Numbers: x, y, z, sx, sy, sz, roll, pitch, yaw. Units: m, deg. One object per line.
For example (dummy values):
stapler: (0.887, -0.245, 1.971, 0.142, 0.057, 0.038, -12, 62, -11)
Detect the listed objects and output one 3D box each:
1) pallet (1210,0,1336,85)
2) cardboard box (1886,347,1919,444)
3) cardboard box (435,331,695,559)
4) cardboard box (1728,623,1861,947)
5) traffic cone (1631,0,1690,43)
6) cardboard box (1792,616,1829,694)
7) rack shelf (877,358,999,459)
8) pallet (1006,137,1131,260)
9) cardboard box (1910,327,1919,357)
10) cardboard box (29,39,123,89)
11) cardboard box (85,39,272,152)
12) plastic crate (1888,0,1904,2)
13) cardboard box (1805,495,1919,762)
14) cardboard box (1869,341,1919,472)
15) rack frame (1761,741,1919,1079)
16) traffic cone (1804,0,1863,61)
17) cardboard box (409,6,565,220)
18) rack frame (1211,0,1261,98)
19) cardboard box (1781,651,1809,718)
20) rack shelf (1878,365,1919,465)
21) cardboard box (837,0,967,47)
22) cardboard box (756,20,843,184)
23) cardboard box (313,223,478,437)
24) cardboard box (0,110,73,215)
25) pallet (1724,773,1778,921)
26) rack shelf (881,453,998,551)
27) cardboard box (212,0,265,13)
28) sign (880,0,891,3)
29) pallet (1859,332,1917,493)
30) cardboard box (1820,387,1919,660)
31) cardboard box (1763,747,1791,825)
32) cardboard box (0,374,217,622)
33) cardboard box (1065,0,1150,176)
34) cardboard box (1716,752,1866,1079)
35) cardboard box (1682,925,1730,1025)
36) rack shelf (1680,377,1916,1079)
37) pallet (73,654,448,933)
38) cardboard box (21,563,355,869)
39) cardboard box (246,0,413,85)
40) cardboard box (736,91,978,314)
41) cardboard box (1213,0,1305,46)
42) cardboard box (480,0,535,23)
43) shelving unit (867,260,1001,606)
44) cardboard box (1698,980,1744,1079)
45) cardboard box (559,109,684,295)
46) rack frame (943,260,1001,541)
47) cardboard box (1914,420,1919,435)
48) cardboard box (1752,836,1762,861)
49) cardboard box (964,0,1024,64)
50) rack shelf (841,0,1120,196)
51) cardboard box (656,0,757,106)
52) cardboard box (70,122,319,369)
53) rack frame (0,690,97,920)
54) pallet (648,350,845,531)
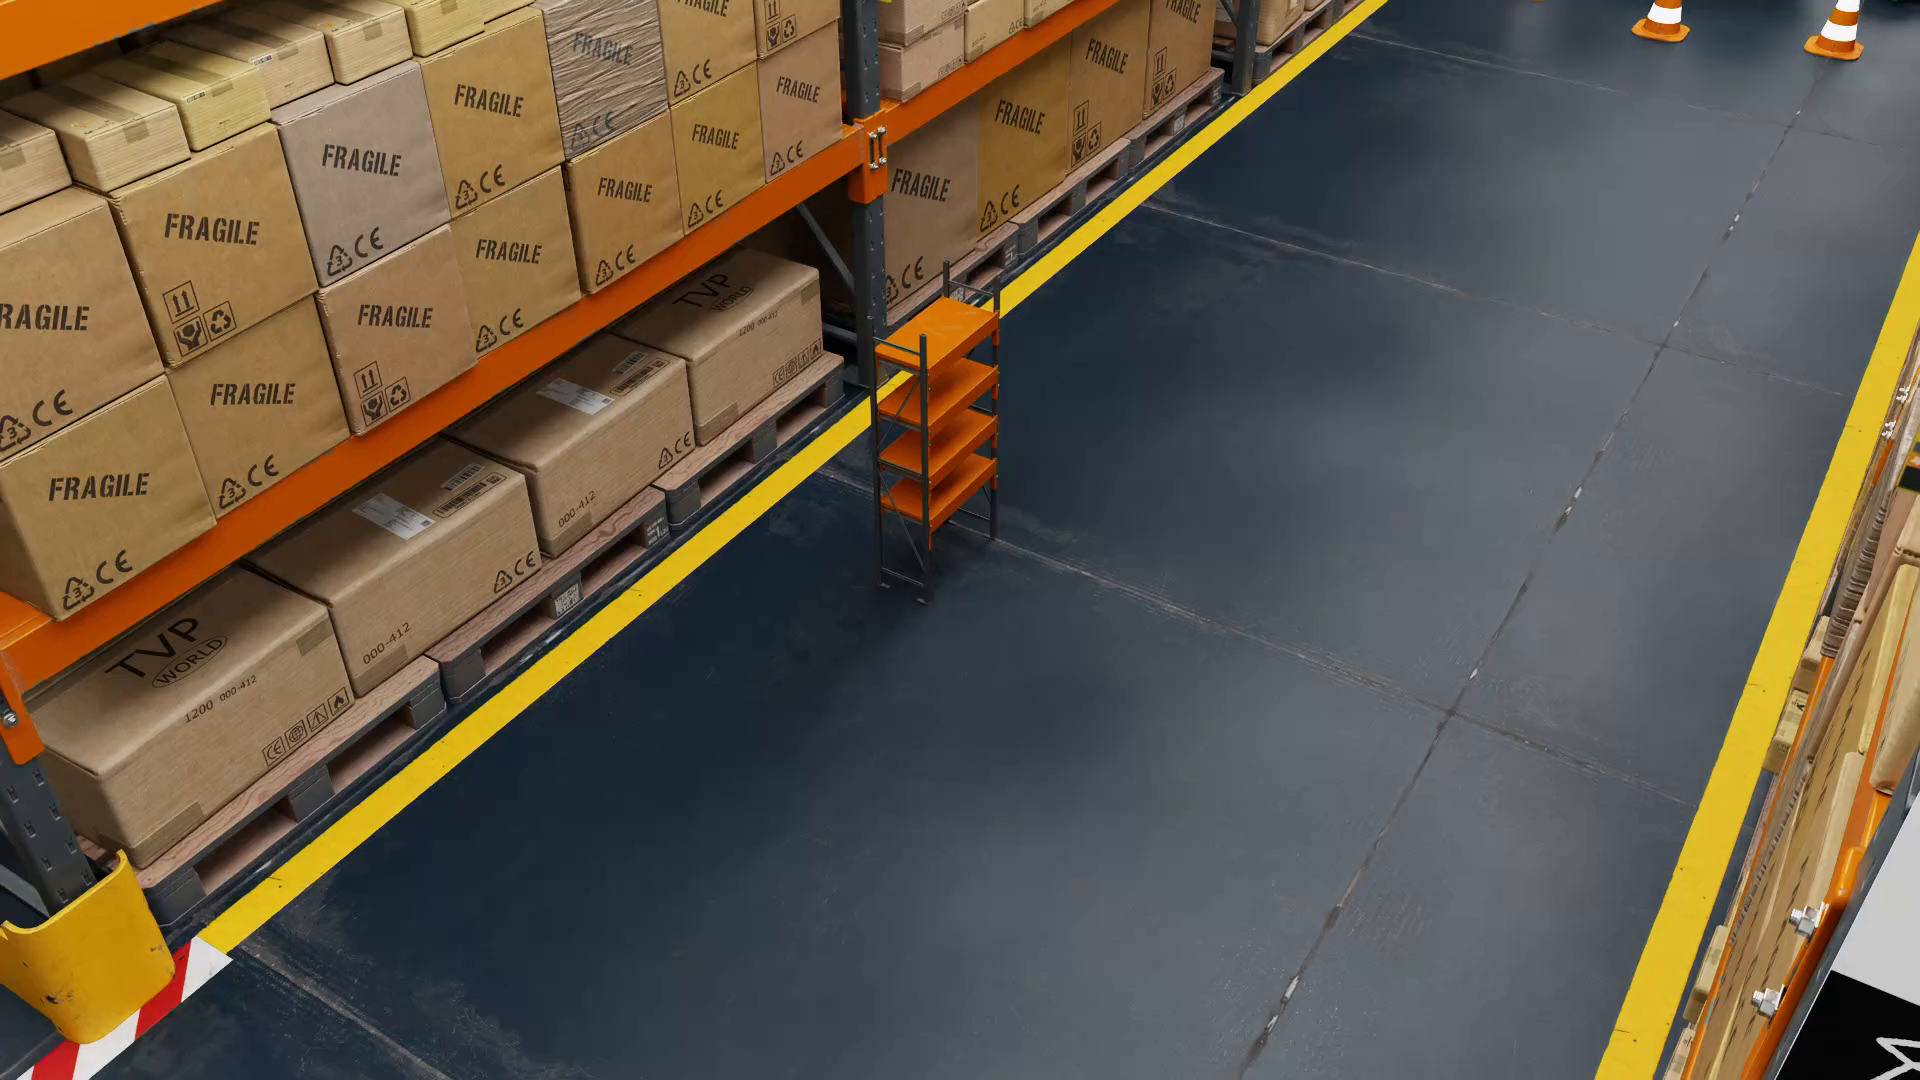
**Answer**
pallet: (1.781, -3.417, 11.010, 1.003, 0.211, 1.213, 21, 42, 25)
cardboard box: (3.637, -0.430, 5.940, 0.500, 0.250, 0.500, 20, 42, 24)
cardboard box: (-1.688, -0.459, 6.643, 0.875, 0.438, 0.875, 20, 42, 24)
cardboard box: (1.876, 0.570, 3.228, 0.500, 0.500, 0.500, 21, 42, 25)
traffic cone: (4.711, -3.603, 11.045, 0.336, 0.463, 0.334, 21, 42, 25)
cardboard box: (2.987, 0.437, 5.474, 0.380, 0.149, 0.250, 23, 43, 27)
rack shelf: (-0.089, -0.514, 6.177, 0.258, 0.148, 0.480, 21, 42, 25)
pallet: (0.221, -2.007, 9.180, 1.003, 0.211, 1.213, 21, 42, 25)
cardboard box: (4.463, -0.921, 7.191, 0.500, 0.500, 0.500, 20, 42, 24)
cardboard box: (-2.549, -1.354, 4.617, 0.380, 0.149, 0.250, 22, 43, 26)
cardboard box: (-2.059, -1.177, 4.387, 0.380, 0.149, 0.250, 20, 42, 24)
plastic crate: (6.725, -4.042, 11.792, 0.662, 0.188, 0.450, -18, 51, -22)
cardboard box: (1.886, 0.169, 2.929, 0.500, 0.500, 0.500, 23, 43, 27)
cardboard box: (3.911, -0.395, 6.509, 0.500, 0.500, 0.500, 20, 42, 24)
rack frame: (1.309, 1.572, 2.254, 1.000, 3.000, 0.127, 21, 42, 25)
traffic cone: (5.744, -3.412, 10.797, 0.336, 0.463, 0.334, 21, 42, 25)
cardboard box: (-1.621, -1.379, 5.181, 0.500, 0.500, 0.500, 21, 42, 25)
rack frame: (1.361, -4.119, 9.637, 1.000, 3.000, 0.127, 21, 42, 25)
cardboard box: (2.985, 0.555, 5.564, 0.380, 0.149, 0.250, 19, 42, 23)
rack shelf: (4.523, -1.236, 6.486, 1.077, 0.370, 4.000, 21, 42, 25)
cardboard box: (-0.308, -2.330, 7.030, 0.500, 0.250, 0.500, 20, 42, 24)
cardboard box: (-0.815, -1.774, 6.513, 0.500, 0.500, 0.500, 22, 43, 26)
cardboard box: (-1.890, -0.715, 5.138, 0.500, 0.500, 0.500, 21, 42, 25)
cardboard box: (-2.421, -0.939, 4.078, 0.380, 0.149, 0.250, 22, 43, 26)
pallet: (3.122, 0.972, 5.316, 1.003, 0.211, 1.213, 21, 42, 25)
rack shelf: (-0.089, -0.179, 6.435, 0.258, 0.148, 0.480, 21, 42, 25)
cardboard box: (-2.265, -1.614, 4.955, 0.380, 0.149, 0.250, 22, 43, 26)
sign: (-0.313, -2.251, 6.439, 0.100, 0.325, 0.005, 21, 42, 25)
pallet: (4.520, -0.419, 7.121, 1.003, 0.211, 1.213, 21, 42, 25)
cardboard box: (2.414, 0.031, 3.928, 0.500, 0.500, 0.500, 20, 42, 24)
cardboard box: (2.753, 0.838, 5.198, 0.380, 0.149, 0.250, 21, 42, 25)
cardboard box: (-2.426, -0.188, 4.456, 0.500, 0.500, 0.500, 21, 42, 25)
cardboard box: (0.439, -2.657, 9.136, 0.875, 0.875, 0.875, 22, 43, 26)
cardboard box: (1.344, 0.701, 2.239, 0.500, 0.500, 0.500, 20, 42, 24)
cardboard box: (2.171, 1.235, 4.439, 0.380, 0.149, 0.250, 22, 43, 26)
rack shelf: (2.380, 0.826, 3.811, 1.077, 0.370, 4.000, 21, 42, 25)
pallet: (-2.563, 0.671, 5.706, 1.003, 0.211, 1.213, 21, 42, 25)
cardboard box: (-2.656, 0.480, 5.425, 0.875, 0.438, 0.875, 20, 42, 24)
cardboard box: (-1.794, -1.444, 4.734, 0.380, 0.149, 0.250, 22, 43, 26)
cardboard box: (-0.517, -1.728, 7.931, 0.875, 0.875, 0.875, 23, 43, 26)
cardboard box: (1.672, -3.533, 10.684, 0.950, 0.372, 0.625, 18, 41, 22)
cardboard box: (-1.536, -1.717, 5.088, 0.380, 0.149, 0.250, 21, 42, 25)
shelving unit: (-0.089, -0.390, 6.273, 0.258, 1.200, 0.503, 21, 42, 25)
cardboard box: (1.332, 1.099, 2.542, 0.500, 0.500, 0.500, 22, 43, 26)
cardboard box: (-1.343, -1.243, 5.824, 0.500, 0.500, 0.500, 21, 42, 24)
rack frame: (0.042, -0.516, 6.436, 0.240, 1.200, 0.015, 21, 42, 25)
cardboard box: (2.443, -0.369, 3.627, 0.500, 0.500, 0.500, 22, 43, 26)
cardboard box: (2.475, 0.862, 4.678, 0.380, 0.149, 0.250, 22, 43, 26)
cardboard box: (-0.047, -2.406, 7.537, 0.500, 0.250, 0.500, 20, 42, 24)
rack shelf: (0.289, -2.803, 8.519, 1.077, 0.370, 4.000, 21, 42, 25)
cardboard box: (-1.080, -1.900, 5.857, 0.500, 0.500, 0.500, 21, 42, 24)
cardboard box: (-2.157, -0.854, 4.500, 0.500, 0.500, 0.500, 20, 42, 24)
rack frame: (-2.925, 0.005, 4.287, 1.000, 3.000, 0.127, 21, 42, 25)
pallet: (-1.256, -0.586, 7.338, 1.003, 0.211, 1.213, 21, 42, 25)
